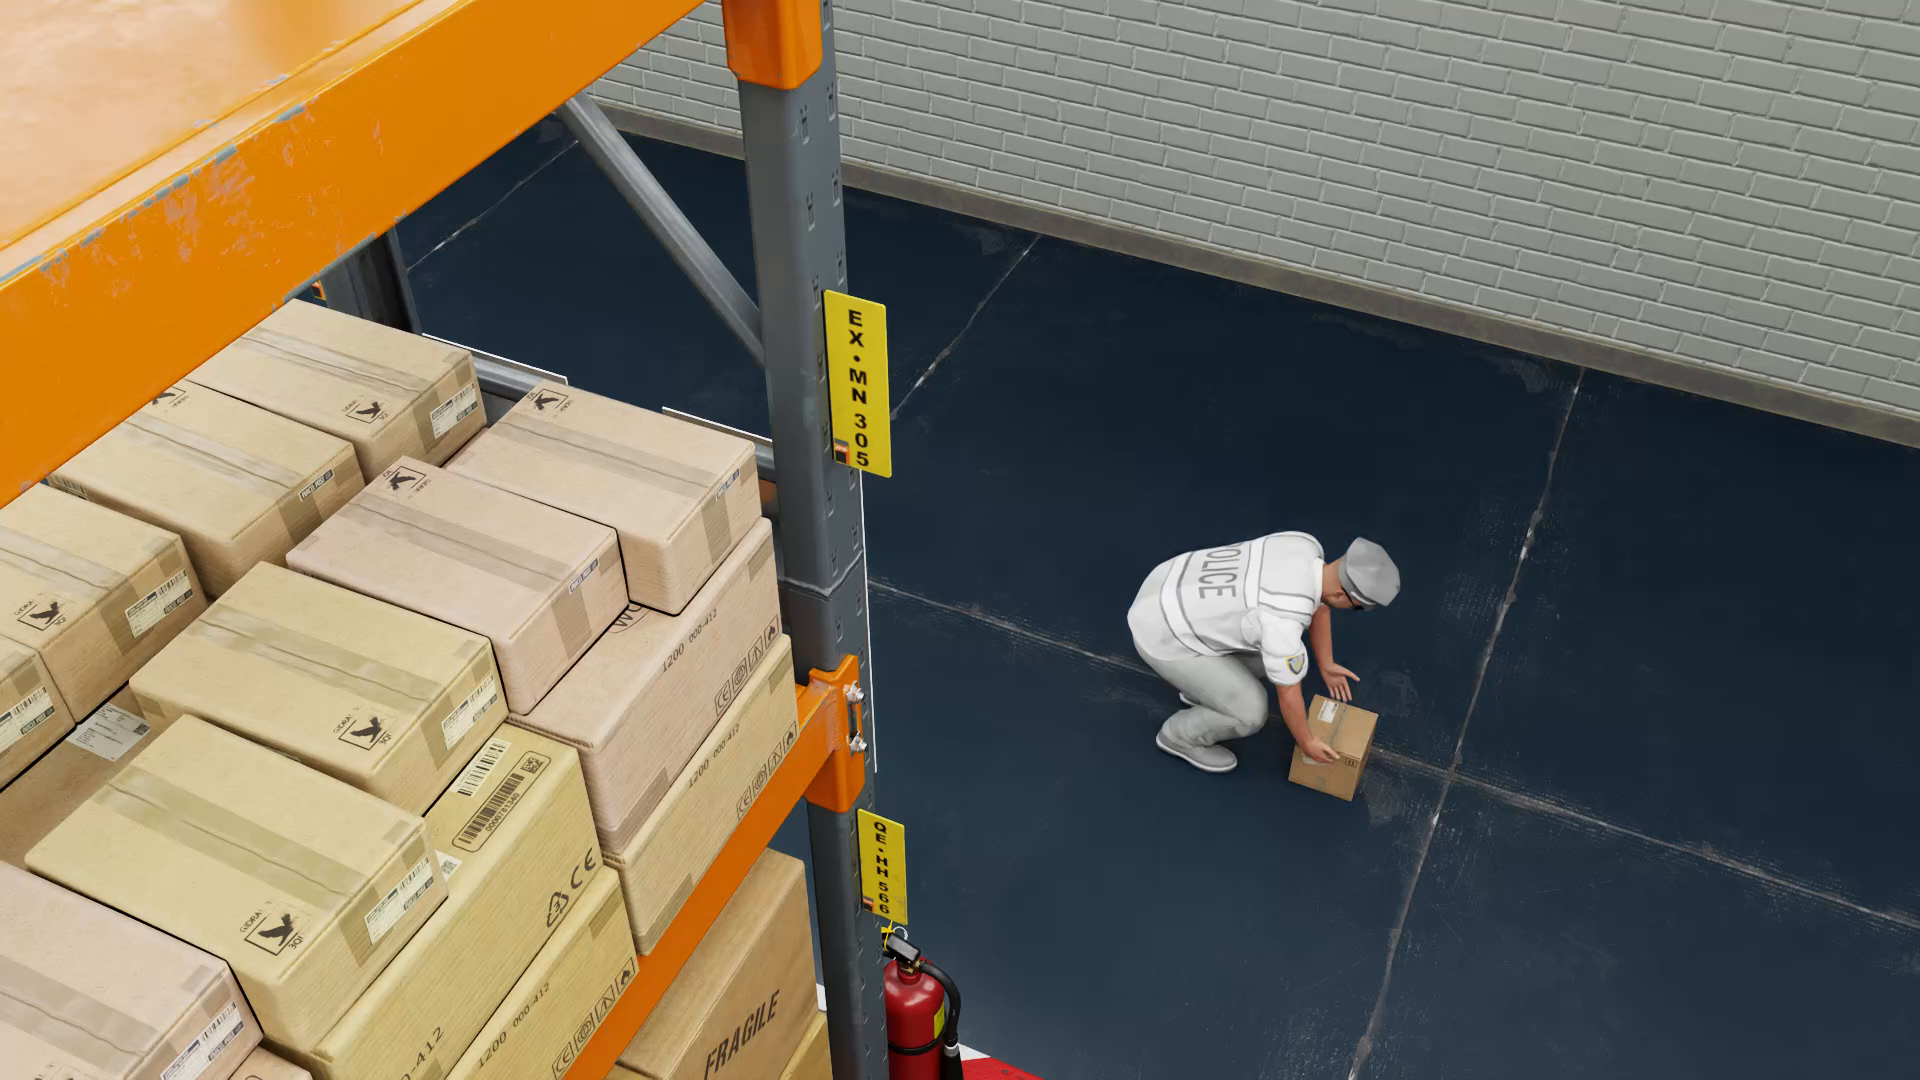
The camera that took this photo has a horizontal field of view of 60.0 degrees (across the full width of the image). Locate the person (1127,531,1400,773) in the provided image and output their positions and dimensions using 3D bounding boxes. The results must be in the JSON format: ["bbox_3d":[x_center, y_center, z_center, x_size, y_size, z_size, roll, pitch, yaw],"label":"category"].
[{"bbox_3d":[1.111,0.372,6.250,0.934,1.075,0.573,17,45,18],"label":"person"}]
